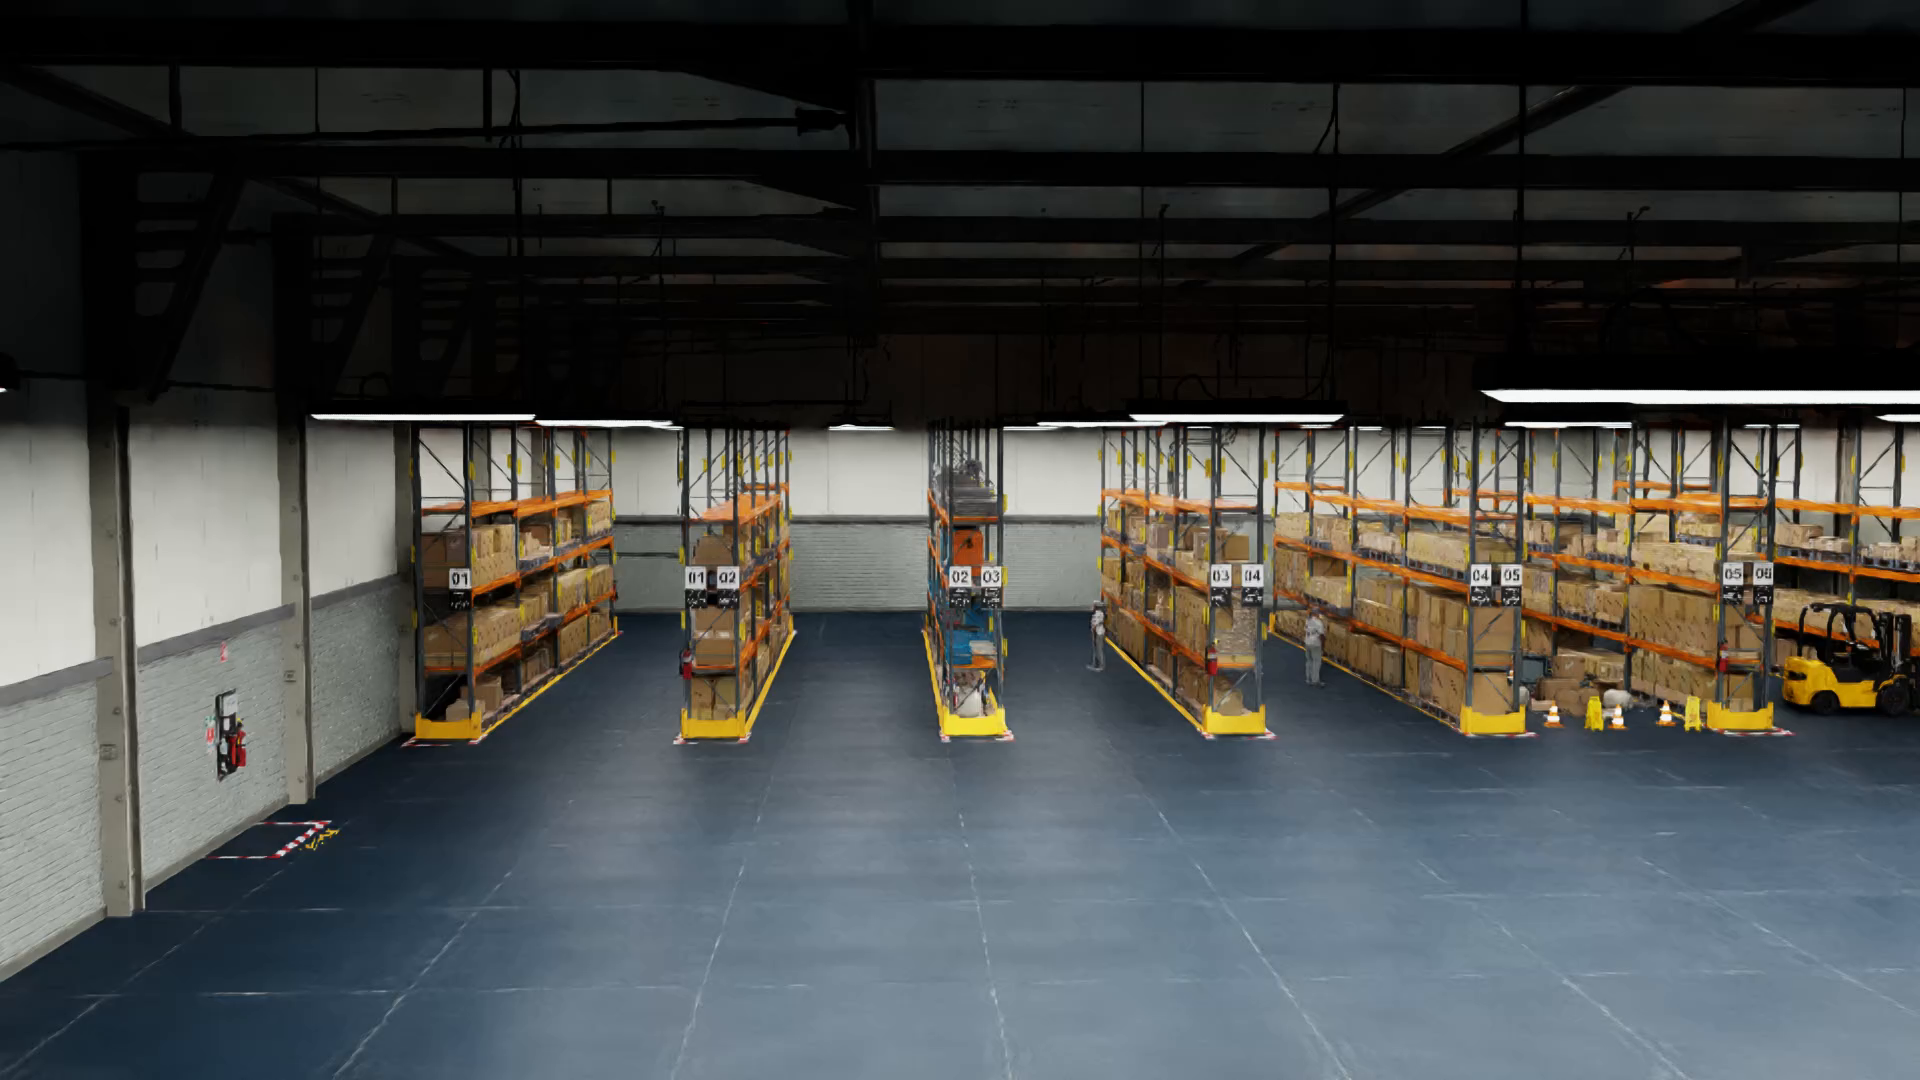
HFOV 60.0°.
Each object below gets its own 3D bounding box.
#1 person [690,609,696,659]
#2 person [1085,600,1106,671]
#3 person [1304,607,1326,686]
[{"bbox_3d":[-6.615,2.204,41.505,0.441,1.589,1.110,0,4,-5],"label":"person"},{"bbox_3d":[3.257,2.279,39.852,0.590,1.664,0.658,2,4,23],"label":"person"},{"bbox_3d":[8.024,2.387,37.513,0.475,1.761,0.595,-2,4,-33],"label":"person"}]
